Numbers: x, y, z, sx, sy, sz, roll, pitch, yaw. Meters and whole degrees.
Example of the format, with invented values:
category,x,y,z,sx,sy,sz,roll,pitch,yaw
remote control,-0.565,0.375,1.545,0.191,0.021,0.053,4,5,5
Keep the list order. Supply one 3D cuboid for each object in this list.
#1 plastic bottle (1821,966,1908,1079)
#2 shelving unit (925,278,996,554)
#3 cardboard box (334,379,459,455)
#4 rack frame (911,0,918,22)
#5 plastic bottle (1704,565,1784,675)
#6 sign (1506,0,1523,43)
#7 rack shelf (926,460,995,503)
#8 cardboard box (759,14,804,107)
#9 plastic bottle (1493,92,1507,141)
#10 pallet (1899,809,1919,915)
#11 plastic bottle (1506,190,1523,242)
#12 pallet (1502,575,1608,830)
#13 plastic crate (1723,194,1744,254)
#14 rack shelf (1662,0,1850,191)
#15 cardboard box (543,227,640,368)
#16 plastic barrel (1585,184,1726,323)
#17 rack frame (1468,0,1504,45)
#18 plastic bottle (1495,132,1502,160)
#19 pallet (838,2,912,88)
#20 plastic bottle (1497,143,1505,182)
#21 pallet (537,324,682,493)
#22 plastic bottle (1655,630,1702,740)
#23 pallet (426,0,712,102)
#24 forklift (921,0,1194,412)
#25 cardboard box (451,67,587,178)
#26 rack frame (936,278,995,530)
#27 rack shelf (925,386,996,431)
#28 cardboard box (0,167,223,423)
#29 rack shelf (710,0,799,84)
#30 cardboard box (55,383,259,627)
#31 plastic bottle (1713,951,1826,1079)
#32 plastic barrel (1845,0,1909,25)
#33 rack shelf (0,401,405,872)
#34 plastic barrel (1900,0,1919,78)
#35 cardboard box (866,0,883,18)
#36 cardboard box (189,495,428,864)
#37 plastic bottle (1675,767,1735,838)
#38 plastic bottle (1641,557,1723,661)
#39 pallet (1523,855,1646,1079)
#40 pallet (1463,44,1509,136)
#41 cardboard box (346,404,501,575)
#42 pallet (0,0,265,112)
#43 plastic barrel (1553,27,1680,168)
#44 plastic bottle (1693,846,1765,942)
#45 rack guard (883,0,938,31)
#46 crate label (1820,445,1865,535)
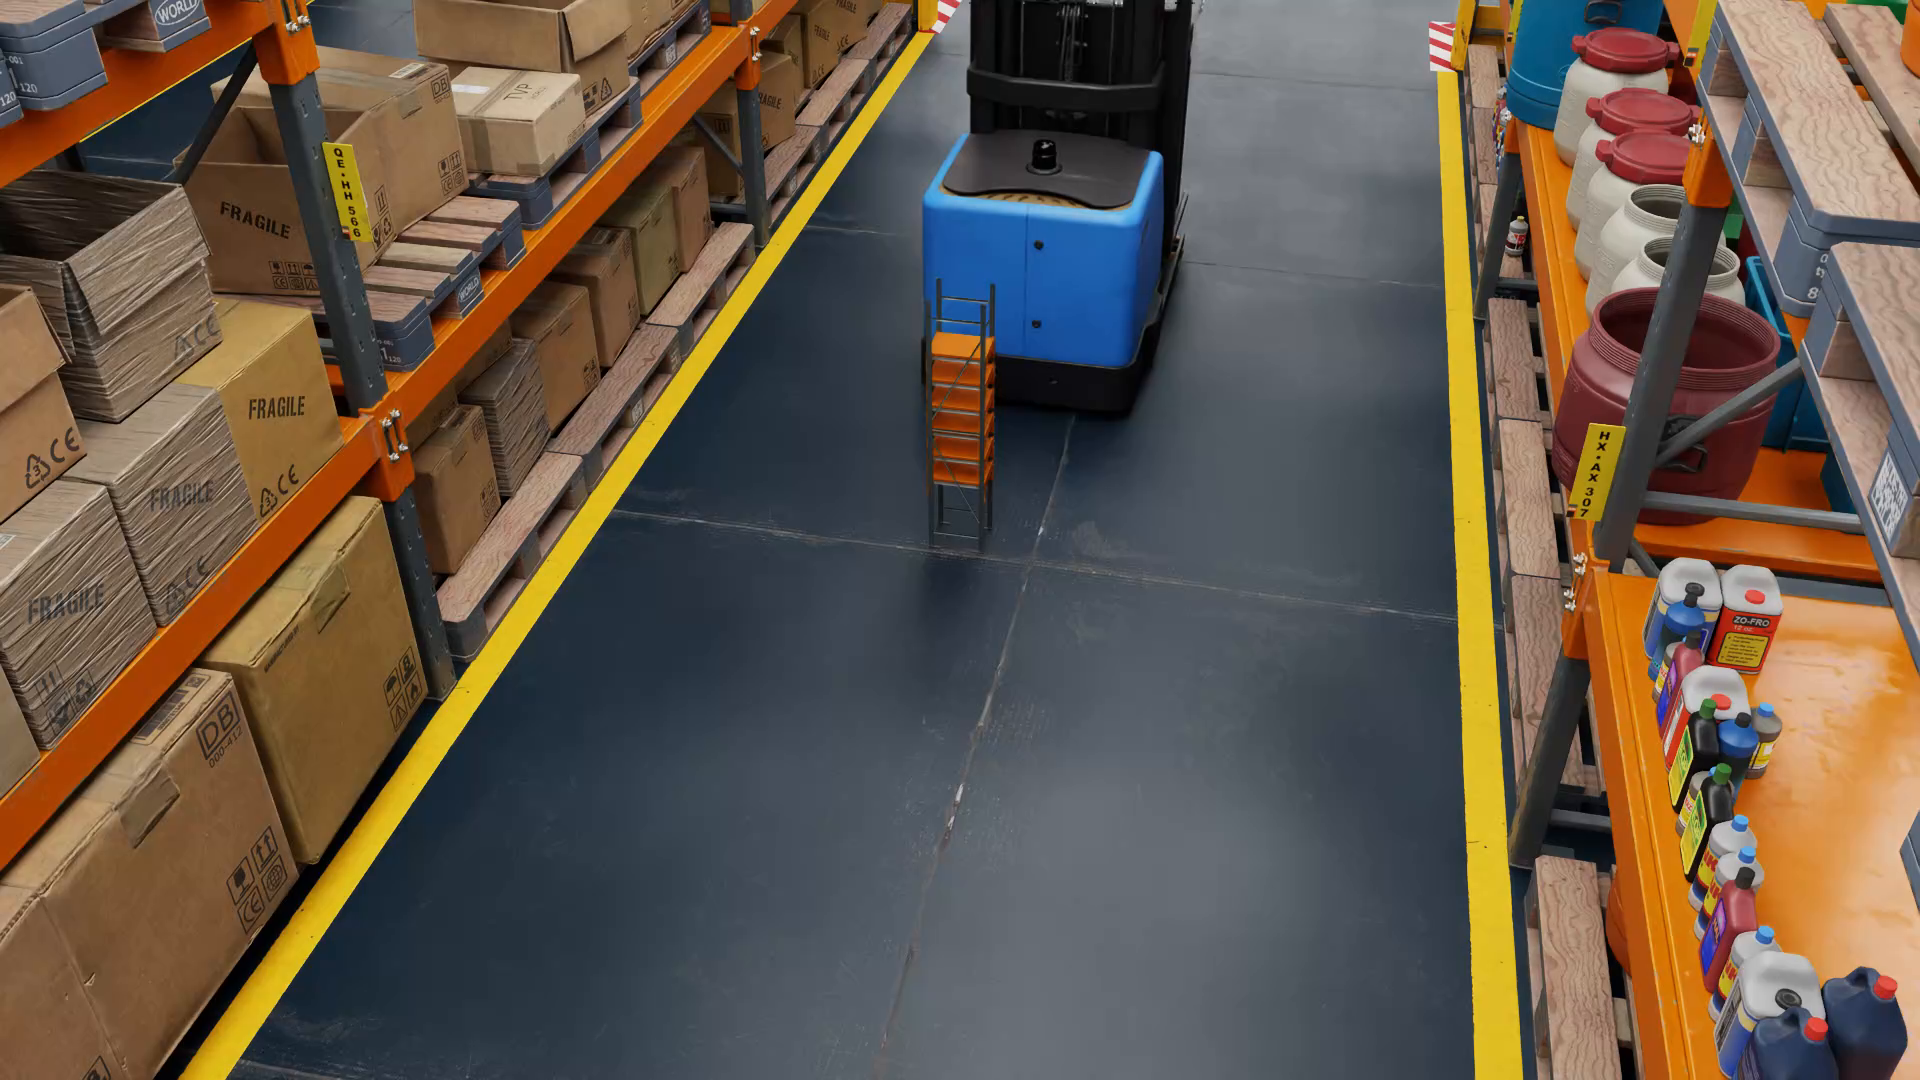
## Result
category,x,y,z,sx,sy,sz,roll,pitch,yaw
plastic bottle,1.816,0.993,3.366,0.144,0.351,0.185,7,37,10
shelving unit,0.003,-0.494,6.909,0.258,1.200,0.189,7,37,10
cardboard box,-2.344,-0.541,6.557,0.500,0.250,0.500,9,37,12
rack frame,-0.749,-5.270,11.966,1.000,3.000,0.127,7,37,10
plastic bottle,2.122,0.214,4.505,0.152,0.276,0.135,7,37,10
sign,2.700,-2.544,7.968,0.100,0.325,0.005,7,37,10
rack shelf,0.003,-0.264,7.076,0.258,0.103,0.180,7,37,10
cardboard box,-1.308,-3.054,10.680,0.500,0.500,0.500,4,36,6
plastic bottle,3.332,-2.600,10.221,0.061,0.283,0.133,8,37,11
pallet,1.599,0.630,1.429,1.213,0.211,1.003,7,37,10
plastic bottle,3.016,-1.752,9.051,0.061,0.283,0.133,9,37,12
pallet,2.585,0.627,6.205,1.003,0.211,1.213,7,37,10
plastic crate,3.139,-1.237,6.581,0.450,0.188,0.662,7,37,10
rack shelf,2.808,-2.133,5.694,1.077,0.370,4.000,7,37,10
cardboard box,-1.995,-1.202,8.107,0.700,0.500,0.500,4,36,6
plastic barrel,2.482,-0.966,5.932,0.421,0.512,0.421,0,36,0
rack frame,4.090,-4.649,11.109,1.000,3.000,0.127,7,37,10
plastic bottle,3.283,-2.384,9.992,0.097,0.201,0.097,0,36,0
pallet,-0.973,-3.636,12.087,1.003,0.211,1.213,7,37,10
plastic bottle,3.240,-2.225,9.710,0.152,0.276,0.135,8,37,11
pallet,-2.026,-0.700,8.036,1.003,0.211,1.213,7,37,10
plastic bottle,1.858,0.375,4.277,0.061,0.283,0.133,7,37,10
pallet,-1.908,-2.479,8.278,1.003,0.211,1.213,7,37,10
forklift,0.649,-2.665,8.430,1.130,2.935,3.031,8,37,11
cardboard box,-1.875,-1.725,6.844,0.500,0.250,0.500,6,36,9
rack frame,0.023,-0.547,6.982,0.240,1.200,0.006,7,37,10
rack shelf,0.003,-0.555,6.865,0.258,0.103,0.180,7,37,10
cardboard box,-2.629,-0.713,4.738,0.797,0.503,0.637,9,37,12
rack shelf,-1.176,-3.832,10.595,1.077,0.370,4.000,7,37,10
cardboard box,-2.433,-0.125,4.782,0.500,0.500,0.500,7,37,10
plastic bottle,1.677,0.990,3.434,0.152,0.276,0.135,7,37,10
plastic barrel,2.384,-1.363,4.150,0.294,0.245,0.294,0,36,0
rack shelf,-2.885,0.754,4.267,1.077,0.370,4.000,7,37,10
plastic barrel,2.257,-1.296,3.203,0.600,0.830,0.708,7,37,10
cardboard box,-0.898,-4.072,12.085,0.500,0.500,0.500,14,38,19
cardboard box,-2.625,0.399,5.596,1.225,0.875,0.875,6,36,8
plastic bottle,1.794,0.630,3.994,0.097,0.201,0.097,0,36,0
plastic bottle,1.973,0.195,4.531,0.152,0.276,0.135,7,37,10
pallet,2.254,1.523,4.968,1.003,0.211,1.213,7,37,10
pallet,3.941,-3.006,11.217,1.003,0.211,1.213,7,37,10
cardboard box,-2.334,-0.236,6.775,0.700,0.500,0.500,5,36,8
pallet,-2.543,-1.446,4.294,1.213,0.211,1.003,9,37,12
plastic barrel,2.817,-1.890,7.186,0.433,0.535,0.433,0,36,0
plastic bottle,1.724,0.790,3.714,0.097,0.271,0.097,0,36,0
rack guard,-0.765,-4.215,12.639,1.175,0.500,0.348,7,37,10
crate label,2.837,-0.190,5.098,0.303,0.233,0.416,7,37,10
